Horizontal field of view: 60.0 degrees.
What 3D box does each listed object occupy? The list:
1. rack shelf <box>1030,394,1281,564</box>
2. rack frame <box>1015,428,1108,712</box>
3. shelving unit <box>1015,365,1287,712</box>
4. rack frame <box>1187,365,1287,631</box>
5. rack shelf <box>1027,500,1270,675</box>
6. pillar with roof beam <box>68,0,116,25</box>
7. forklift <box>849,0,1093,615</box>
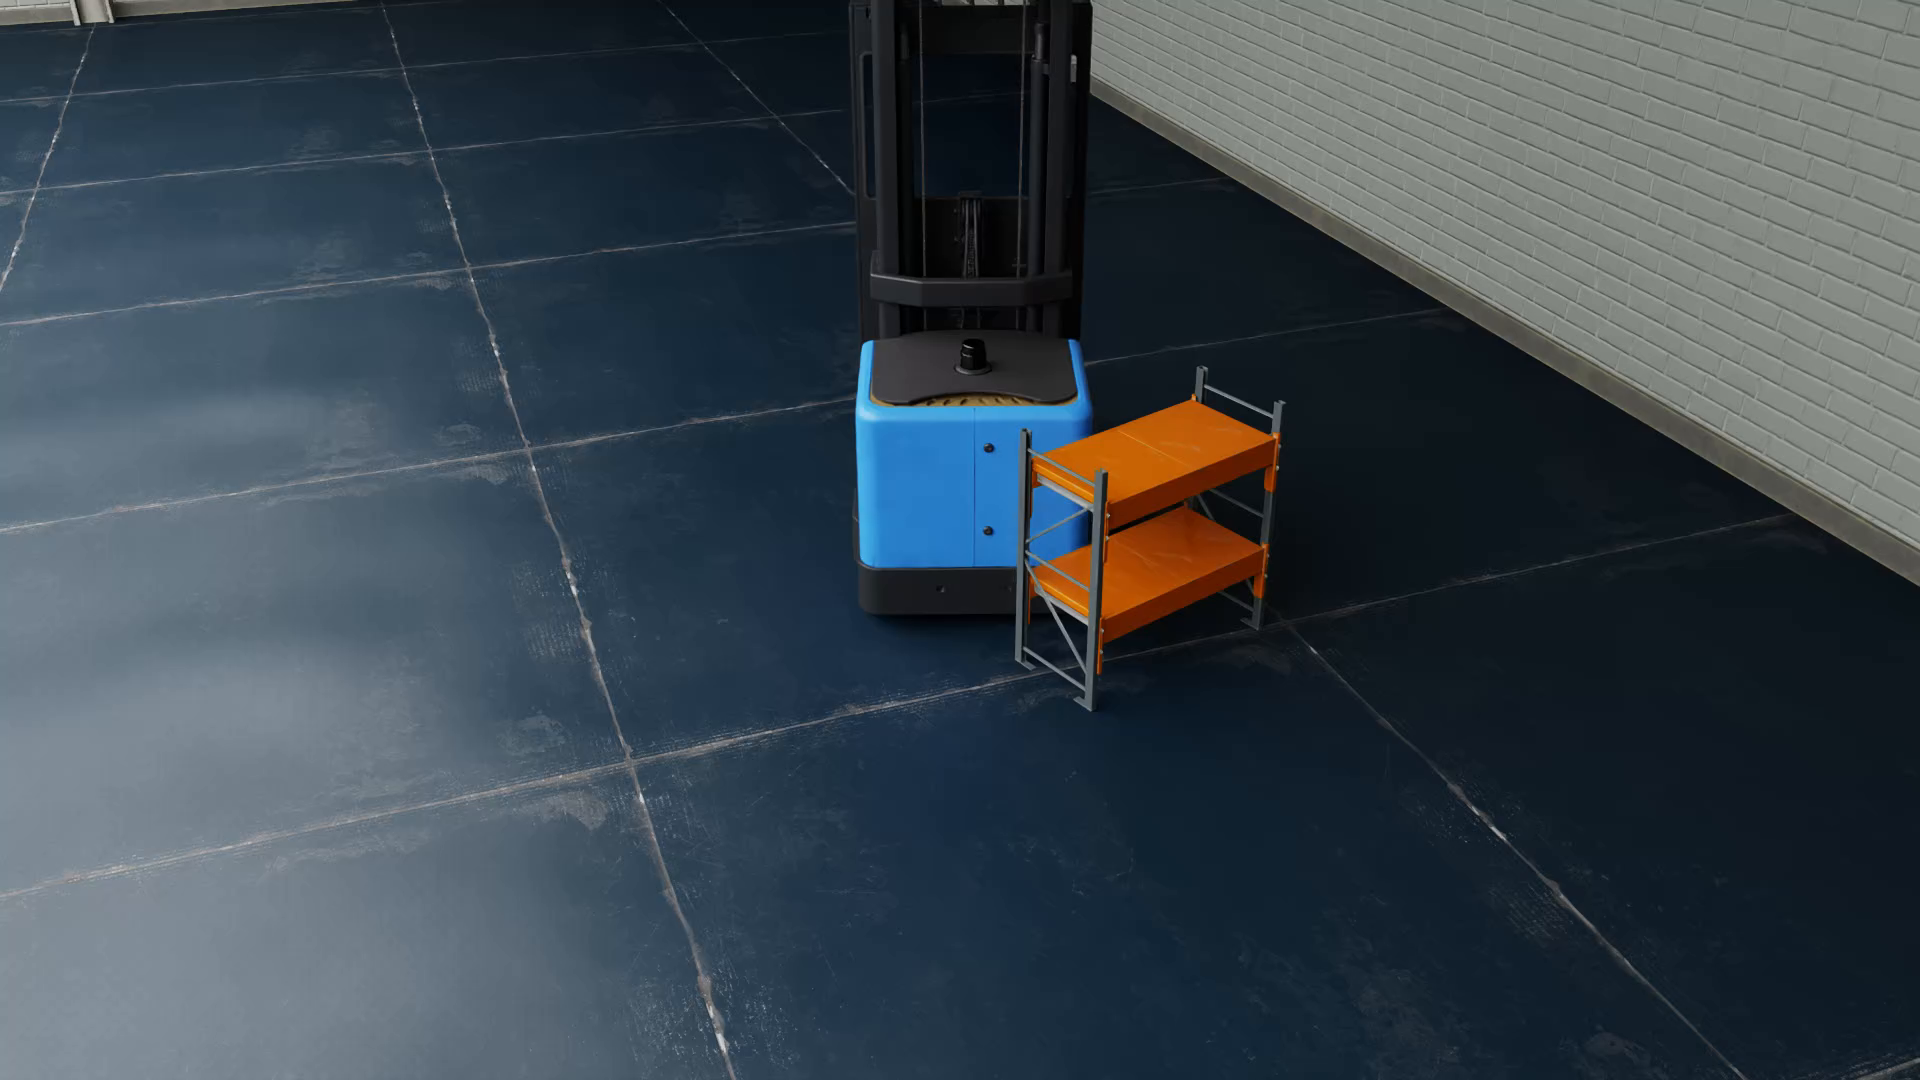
[{"bbox_3d":[0.808,-0.278,7.011,1.000,0.278,0.538,-21,36,-32],"label":"rack shelf"},{"bbox_3d":[0.408,0.132,6.883,0.032,1.125,0.500,-21,36,-32],"label":"rack frame"},{"bbox_3d":[0.808,-0.024,7.155,1.048,1.125,0.538,-21,36,-32],"label":"shelving unit"},{"bbox_3d":[1.208,-0.179,7.428,0.032,1.125,0.500,-21,36,-32],"label":"rack frame"},{"bbox_3d":[0.808,0.189,7.276,1.000,0.278,0.538,-21,36,-32],"label":"rack shelf"},{"bbox_3d":[-7.981,-7.609,12.514,0.400,9.000,9.100,-10,31,-18],"label":"pillar with roof beam"},{"bbox_3d":[0.044,-1.625,8.141,1.130,2.935,3.031,0,30,-1],"label":"forklift"}]
